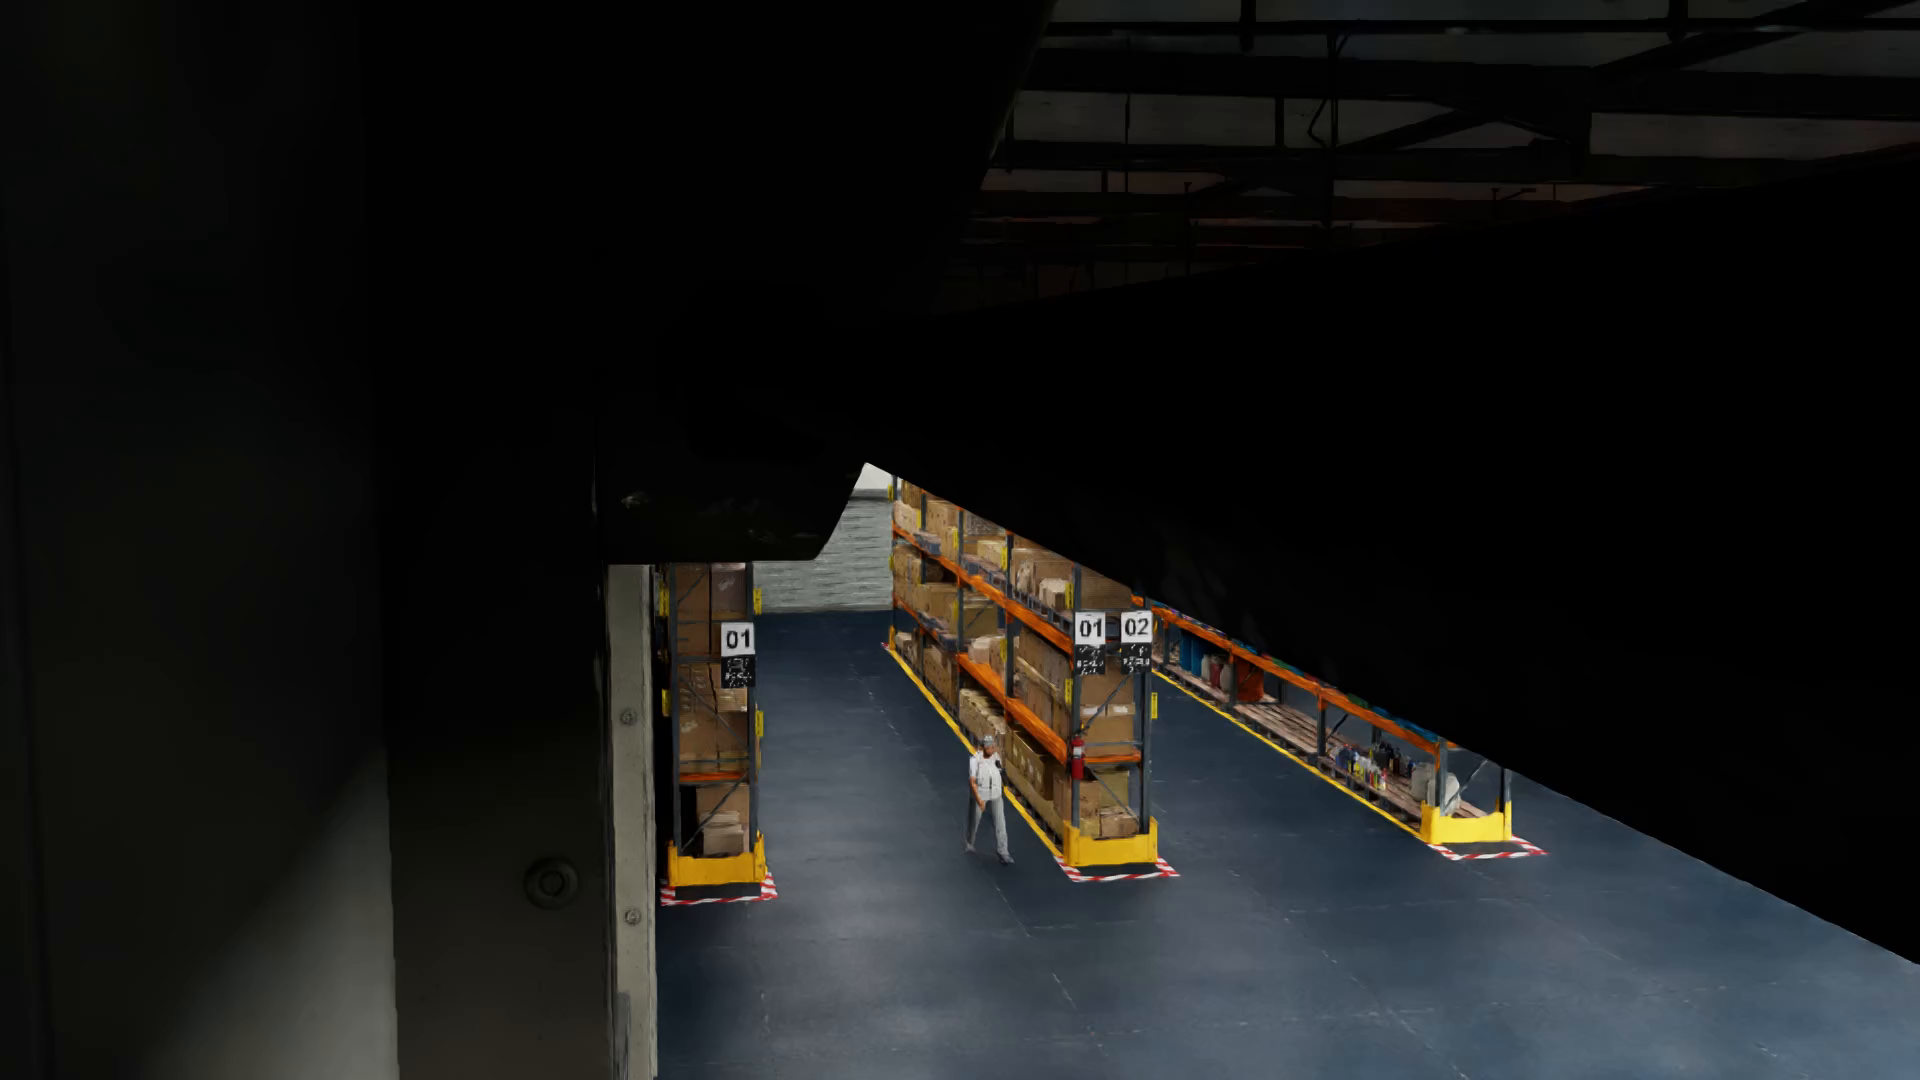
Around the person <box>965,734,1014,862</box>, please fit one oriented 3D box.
[{"bbox_3d":[0.329,3.245,21.105,0.490,1.597,0.999,-2,6,-18],"label":"person"}]

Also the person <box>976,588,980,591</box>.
[{"bbox_3d":[0.471,1.456,37.359,0.446,1.678,0.560,1,6,12],"label":"person"}]
